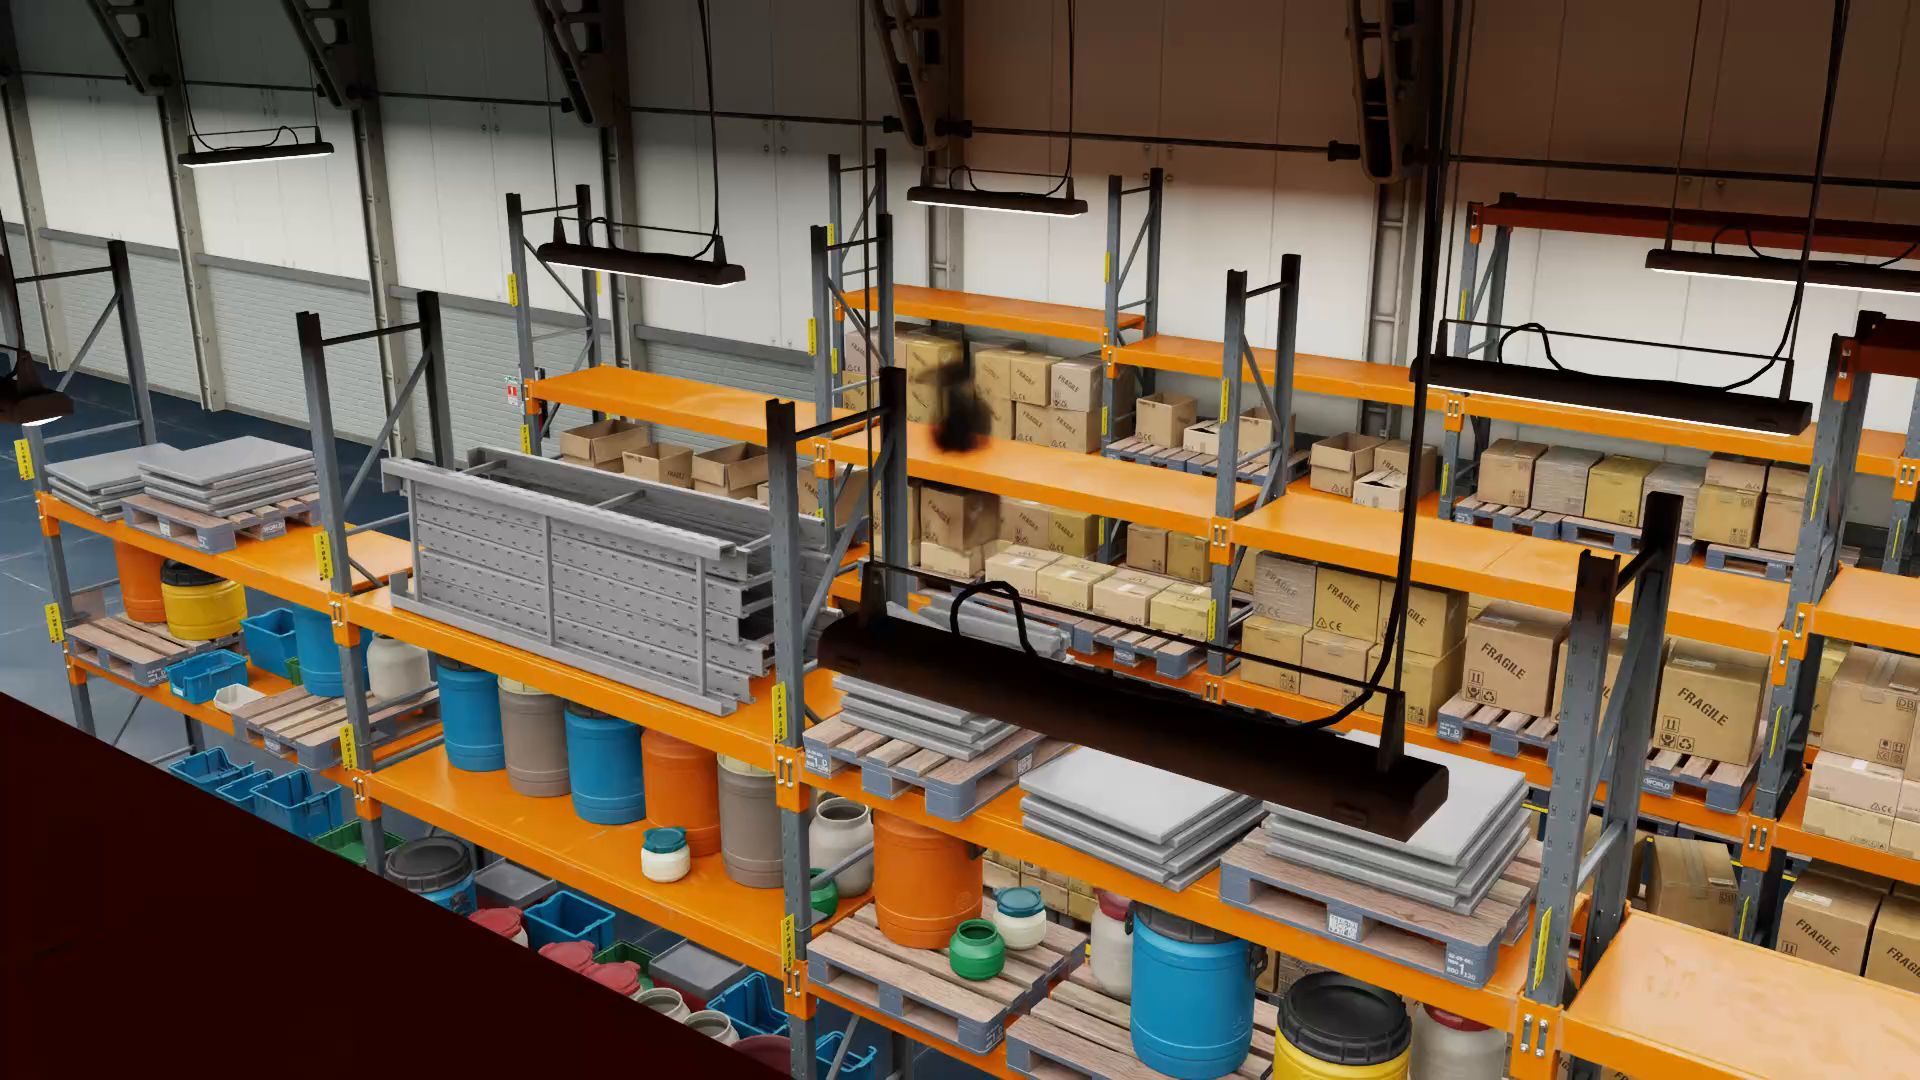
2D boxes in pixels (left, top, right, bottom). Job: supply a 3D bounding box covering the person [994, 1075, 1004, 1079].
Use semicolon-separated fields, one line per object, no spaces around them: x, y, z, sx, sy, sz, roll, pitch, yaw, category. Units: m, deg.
0.264;3.485;12.129;0.730;1.622;0.568;16;24;39;person
